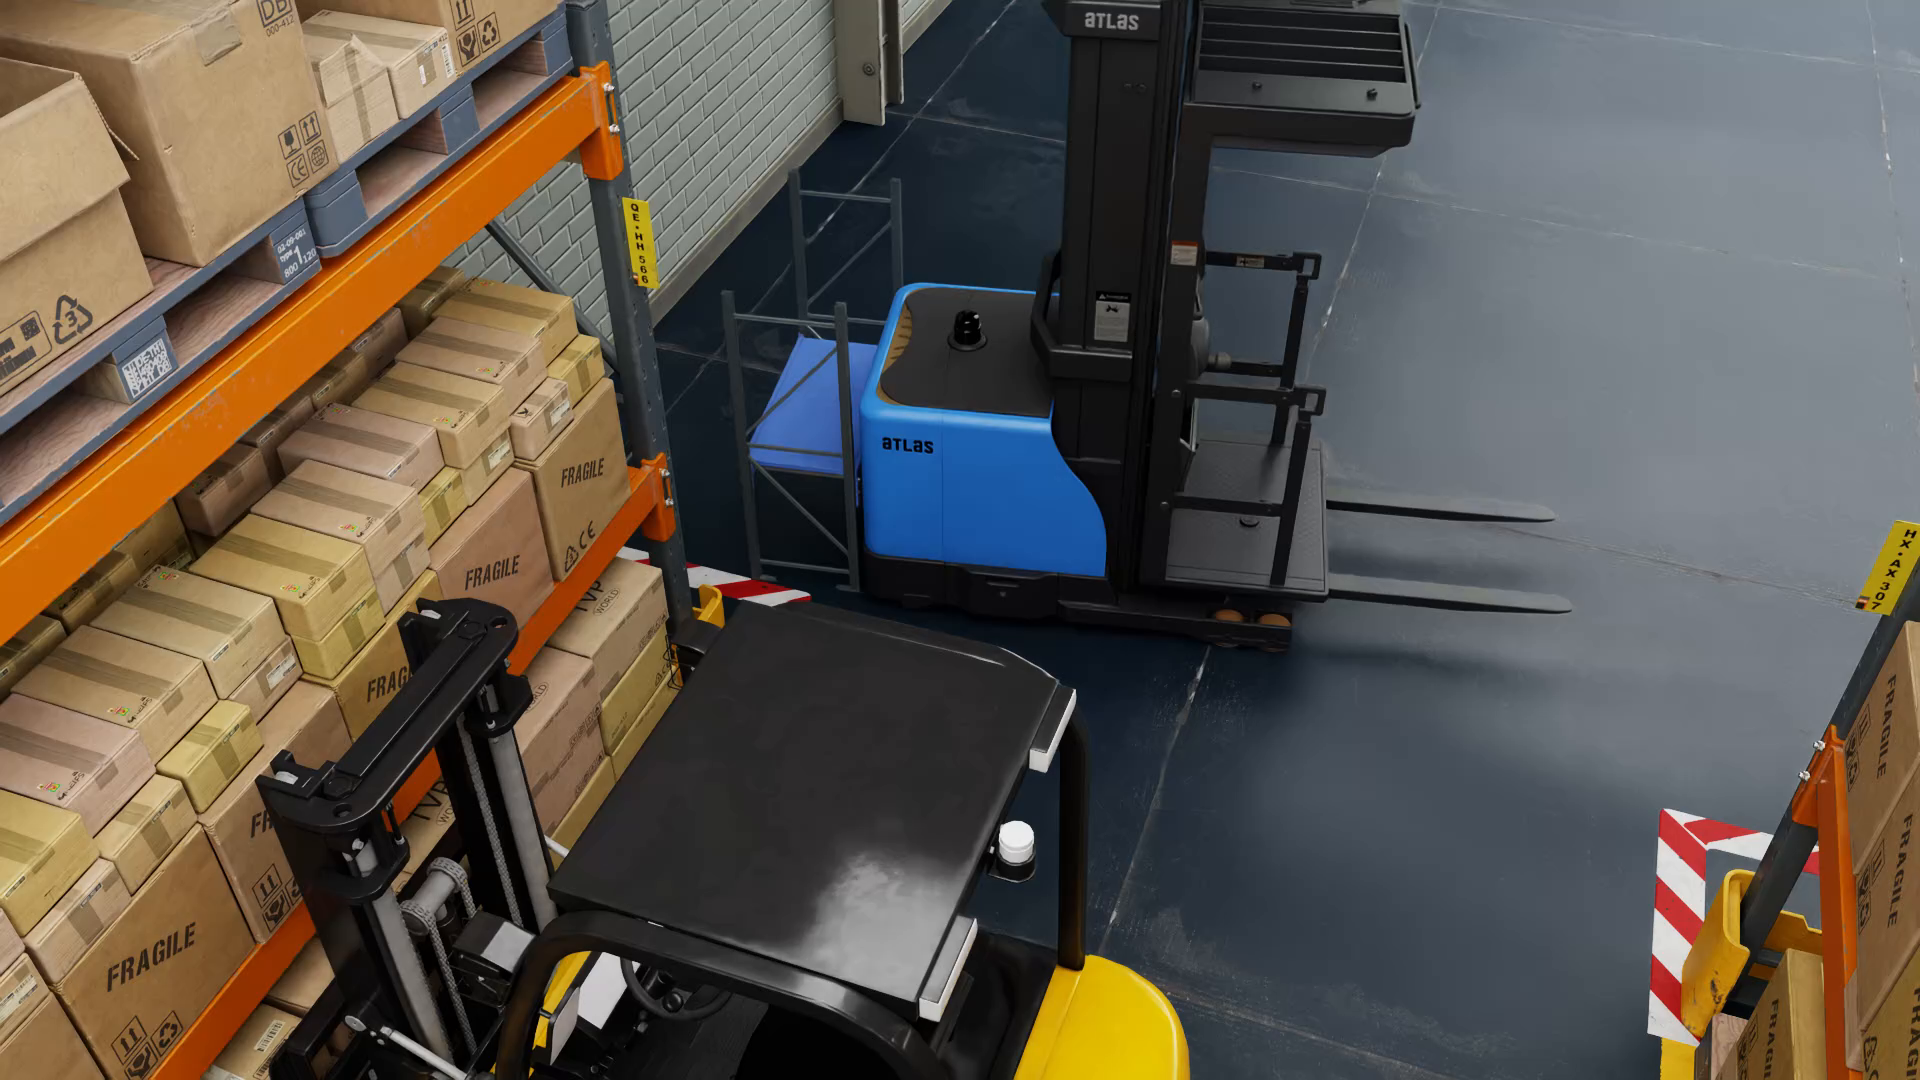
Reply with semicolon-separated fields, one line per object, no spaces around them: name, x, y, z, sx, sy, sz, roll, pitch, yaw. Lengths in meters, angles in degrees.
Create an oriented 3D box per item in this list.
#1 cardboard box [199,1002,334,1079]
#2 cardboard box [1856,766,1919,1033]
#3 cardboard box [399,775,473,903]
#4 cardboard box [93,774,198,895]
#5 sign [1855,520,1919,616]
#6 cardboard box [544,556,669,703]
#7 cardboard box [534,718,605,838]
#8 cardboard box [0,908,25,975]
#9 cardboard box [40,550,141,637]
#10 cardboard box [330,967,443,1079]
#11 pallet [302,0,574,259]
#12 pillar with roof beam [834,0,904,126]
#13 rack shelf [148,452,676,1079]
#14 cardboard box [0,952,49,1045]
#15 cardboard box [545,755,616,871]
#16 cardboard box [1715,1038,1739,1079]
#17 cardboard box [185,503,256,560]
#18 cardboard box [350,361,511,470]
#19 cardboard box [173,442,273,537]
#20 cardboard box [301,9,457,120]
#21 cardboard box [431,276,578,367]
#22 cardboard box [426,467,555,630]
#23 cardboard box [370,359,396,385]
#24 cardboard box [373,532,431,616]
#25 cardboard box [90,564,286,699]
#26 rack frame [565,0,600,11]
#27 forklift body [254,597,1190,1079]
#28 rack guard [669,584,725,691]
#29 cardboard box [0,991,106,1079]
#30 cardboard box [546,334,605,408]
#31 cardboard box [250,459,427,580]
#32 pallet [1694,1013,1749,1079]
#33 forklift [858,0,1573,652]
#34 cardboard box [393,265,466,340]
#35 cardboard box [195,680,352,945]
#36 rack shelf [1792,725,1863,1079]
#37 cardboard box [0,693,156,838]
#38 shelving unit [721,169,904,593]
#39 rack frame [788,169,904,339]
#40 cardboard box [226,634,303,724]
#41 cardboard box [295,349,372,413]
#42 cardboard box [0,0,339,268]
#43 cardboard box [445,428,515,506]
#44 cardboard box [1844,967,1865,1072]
cardboard box;-2.118;1.535;4.618;0.500;0.250;0.500;15;43;17
cardboard box;2.515;0.923;4.005;0.500;0.500;0.500;15;43;16
cardboard box;-1.751;0.909;5.351;0.500;0.250;0.500;14;42;16
cardboard box;-2.101;0.675;4.024;0.380;0.149;0.250;12;42;14
sign;2.602;0.080;4.631;0.100;0.325;0.005;13;42;15
cardboard box;-1.418;0.287;6.081;0.500;0.250;0.500;15;43;17
cardboard box;-1.608;0.796;5.869;0.500;0.250;0.500;13;42;15
cardboard box;-2.266;0.872;3.564;0.380;0.149;0.250;14;42;16
cardboard box;-2.425;0.127;4.438;0.380;0.149;0.250;13;42;15
cardboard box;-1.939;1.420;5.138;0.500;0.250;0.500;13;42;15
pallet;-1.820;-1.251;4.616;1.003;0.211;1.213;13;42;15
pillar with roof beam;3.458;-5.331;7.019;9.100;9.000;0.400;13;42;15
rack shelf;-2.238;0.924;4.864;1.077;0.370;4.000;13;42;15
cardboard box;-2.261;0.992;3.653;0.380;0.149;0.250;14;42;16
cardboard box;-1.597;0.975;6.045;0.500;0.250;0.500;13;42;15
cardboard box;2.576;1.847;5.023;0.500;0.250;0.500;13;42;15
cardboard box;-2.331;-0.101;4.934;0.380;0.149;0.250;14;42;15
cardboard box;-1.597;-0.379;5.031;0.380;0.149;0.250;14;42;16
cardboard box;-2.233;-0.180;4.797;0.380;0.149;0.250;15;43;16
cardboard box;-1.552;-1.240;4.328;0.380;0.149;0.250;12;42;14
cardboard box;-1.478;-0.702;5.410;0.380;0.149;0.250;13;42;15
cardboard box;-1.662;0.065;5.239;0.500;0.500;0.500;15;43;16
cardboard box;-1.938;-0.540;5.449;0.380;0.149;0.250;13;42;15
cardboard box;-1.757;0.049;4.759;0.380;0.149;0.250;12;42;14
cardboard box;-1.997;0.235;4.311;0.380;0.149;0.250;14;42;16
rack frame;-1.554;-2.852;4.113;1.000;3.000;0.127;13;42;15
forklift body;-0.488;1.315;4.505;2.313;2.155;1.214;13;42;15
rack guard;-1.546;0.367;6.888;1.175;0.500;0.348;13;42;15
cardboard box;-2.362;1.298;3.794;0.500;0.500;0.500;14;42;16
cardboard box;-1.409;-0.581;5.496;0.380;0.149;0.250;14;42;16
cardboard box;-1.737;-0.060;4.657;0.380;0.149;0.250;14;43;16
pallet;2.775;2.125;5.051;1.003;0.211;1.213;13;42;15
forklift;1.135;-1.006;6.624;3.031;2.935;1.130;5;41;6
cardboard box;-1.869;-0.810;5.536;0.380;0.149;0.250;13;42;14
cardboard box;-1.998;0.687;4.510;0.500;0.500;0.500;14;42;15
rack shelf;2.428;2.023;3.575;1.077;0.370;4.000;13;42;15
cardboard box;-2.168;0.540;3.953;0.380;0.149;0.250;13;42;15
shelving unit;-0.598;-0.698;7.366;0.538;1.500;1.048;7;41;8
rack frame;-0.506;-1.022;7.746;0.500;1.500;0.032;7;41;8
cardboard box;-1.995;0.339;4.418;0.380;0.149;0.250;13;42;15
cardboard box;-2.068;-0.494;5.165;0.380;0.149;0.250;14;42;16
cardboard box;-1.920;-1.020;3.799;0.700;0.500;0.500;14;42;15
cardboard box;-1.615;-0.273;5.136;0.380;0.149;0.250;14;42;16
cardboard box;2.431;1.232;4.142;0.380;0.149;0.250;14;42;16
